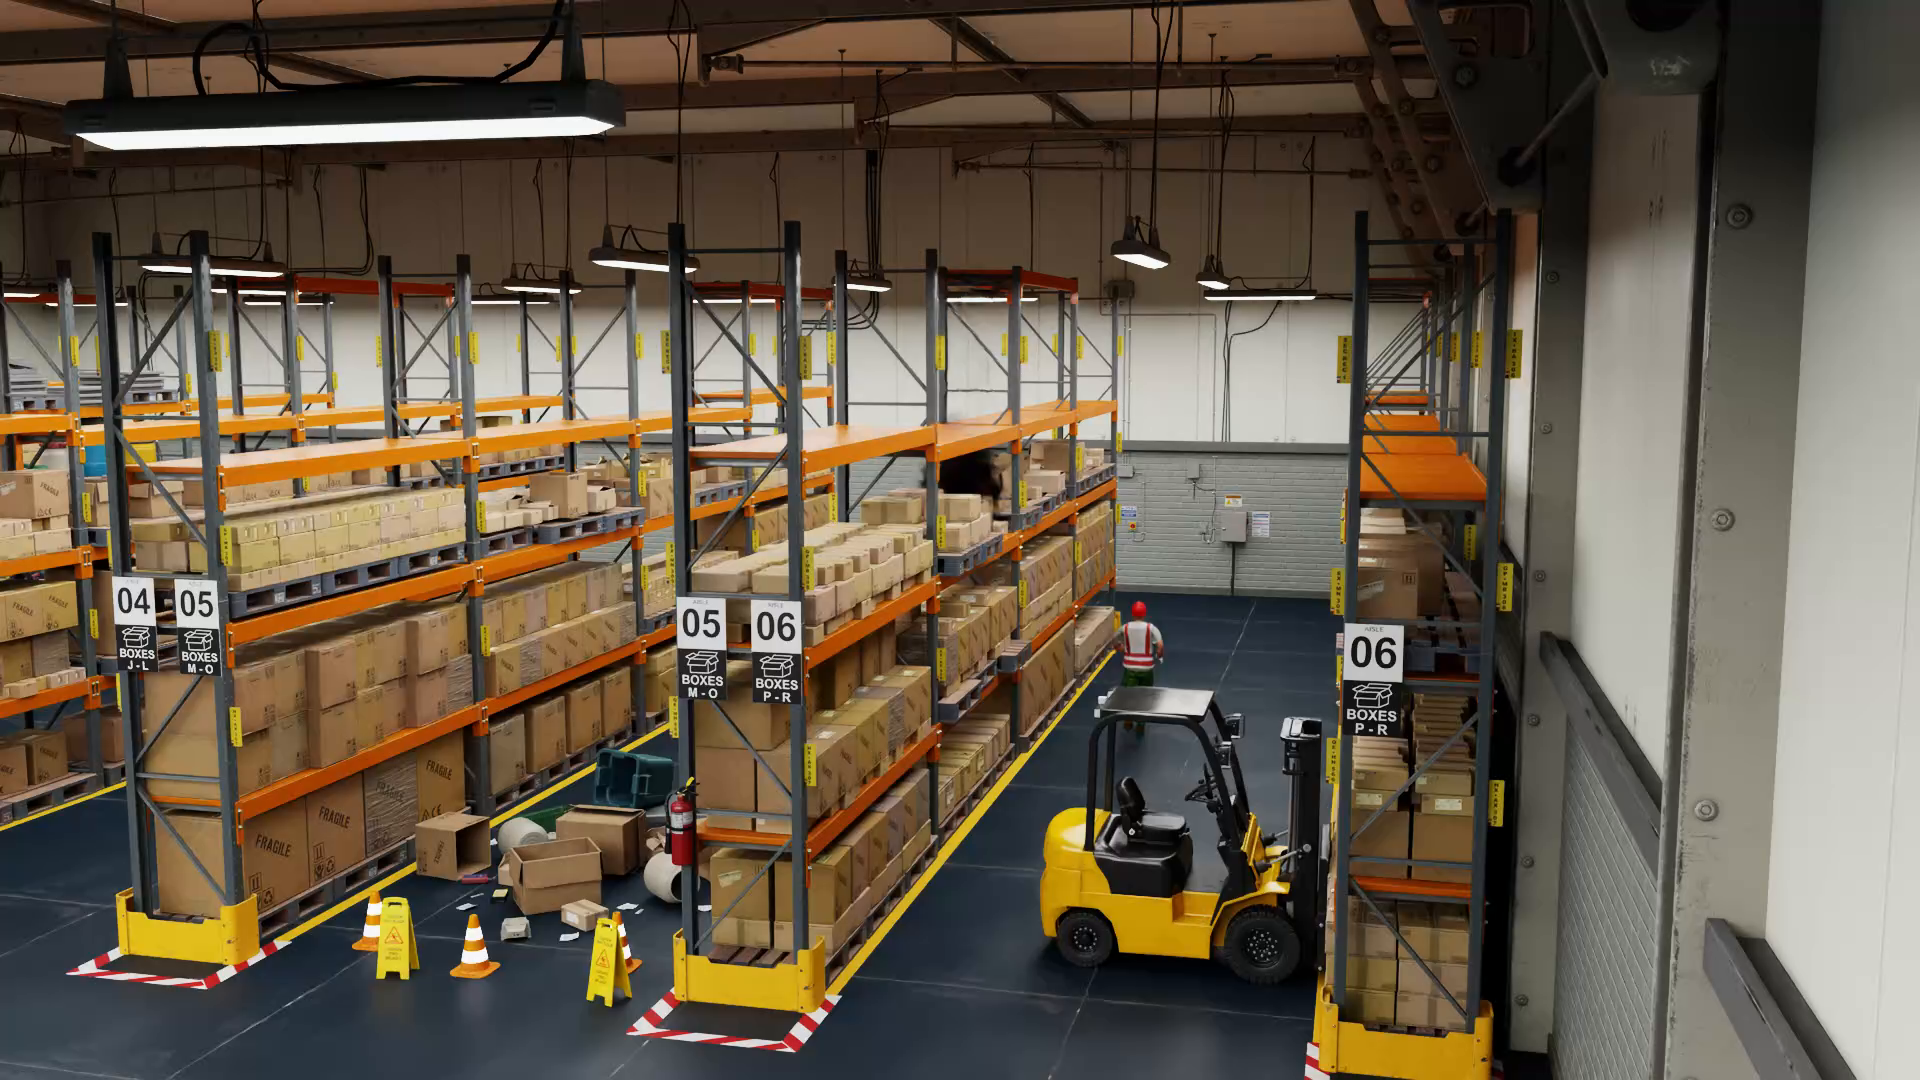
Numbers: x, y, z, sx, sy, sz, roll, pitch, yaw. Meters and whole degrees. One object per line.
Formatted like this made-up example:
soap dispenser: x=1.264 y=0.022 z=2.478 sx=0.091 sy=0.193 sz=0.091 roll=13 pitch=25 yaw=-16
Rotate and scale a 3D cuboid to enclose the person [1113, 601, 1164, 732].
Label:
person: x=2.322 y=1.664 z=21.621 sx=0.668 sy=1.760 sz=0.862 roll=1 pitch=7 yaw=10
